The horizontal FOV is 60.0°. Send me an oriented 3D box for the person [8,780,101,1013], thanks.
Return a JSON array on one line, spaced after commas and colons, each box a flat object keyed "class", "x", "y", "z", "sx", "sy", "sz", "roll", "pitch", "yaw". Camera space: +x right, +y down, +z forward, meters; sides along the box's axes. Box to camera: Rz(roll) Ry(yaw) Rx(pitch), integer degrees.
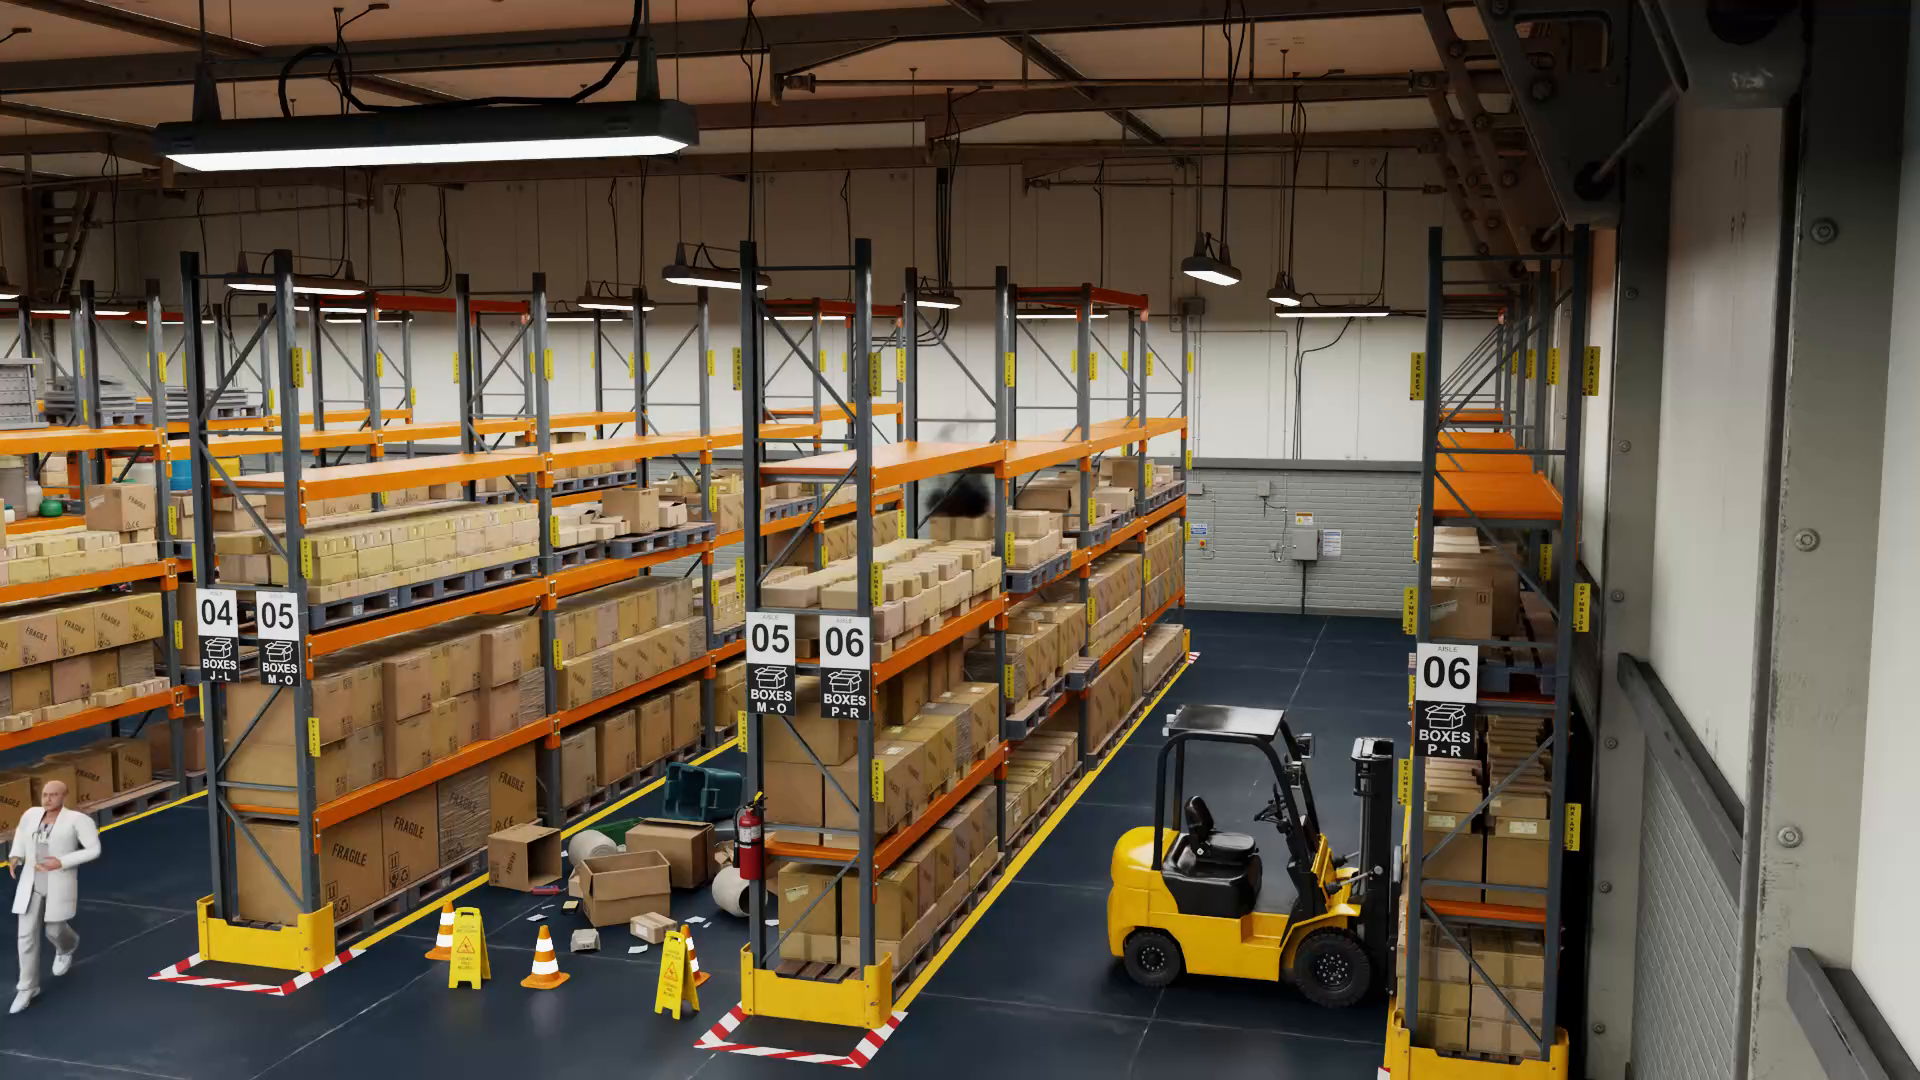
[{"class": "person", "x": -7.315, "y": 2.808, "z": 13.480, "sx": 0.743, "sy": 1.778, "sz": 0.966, "roll": 0, "pitch": 6, "yaw": -3}]
